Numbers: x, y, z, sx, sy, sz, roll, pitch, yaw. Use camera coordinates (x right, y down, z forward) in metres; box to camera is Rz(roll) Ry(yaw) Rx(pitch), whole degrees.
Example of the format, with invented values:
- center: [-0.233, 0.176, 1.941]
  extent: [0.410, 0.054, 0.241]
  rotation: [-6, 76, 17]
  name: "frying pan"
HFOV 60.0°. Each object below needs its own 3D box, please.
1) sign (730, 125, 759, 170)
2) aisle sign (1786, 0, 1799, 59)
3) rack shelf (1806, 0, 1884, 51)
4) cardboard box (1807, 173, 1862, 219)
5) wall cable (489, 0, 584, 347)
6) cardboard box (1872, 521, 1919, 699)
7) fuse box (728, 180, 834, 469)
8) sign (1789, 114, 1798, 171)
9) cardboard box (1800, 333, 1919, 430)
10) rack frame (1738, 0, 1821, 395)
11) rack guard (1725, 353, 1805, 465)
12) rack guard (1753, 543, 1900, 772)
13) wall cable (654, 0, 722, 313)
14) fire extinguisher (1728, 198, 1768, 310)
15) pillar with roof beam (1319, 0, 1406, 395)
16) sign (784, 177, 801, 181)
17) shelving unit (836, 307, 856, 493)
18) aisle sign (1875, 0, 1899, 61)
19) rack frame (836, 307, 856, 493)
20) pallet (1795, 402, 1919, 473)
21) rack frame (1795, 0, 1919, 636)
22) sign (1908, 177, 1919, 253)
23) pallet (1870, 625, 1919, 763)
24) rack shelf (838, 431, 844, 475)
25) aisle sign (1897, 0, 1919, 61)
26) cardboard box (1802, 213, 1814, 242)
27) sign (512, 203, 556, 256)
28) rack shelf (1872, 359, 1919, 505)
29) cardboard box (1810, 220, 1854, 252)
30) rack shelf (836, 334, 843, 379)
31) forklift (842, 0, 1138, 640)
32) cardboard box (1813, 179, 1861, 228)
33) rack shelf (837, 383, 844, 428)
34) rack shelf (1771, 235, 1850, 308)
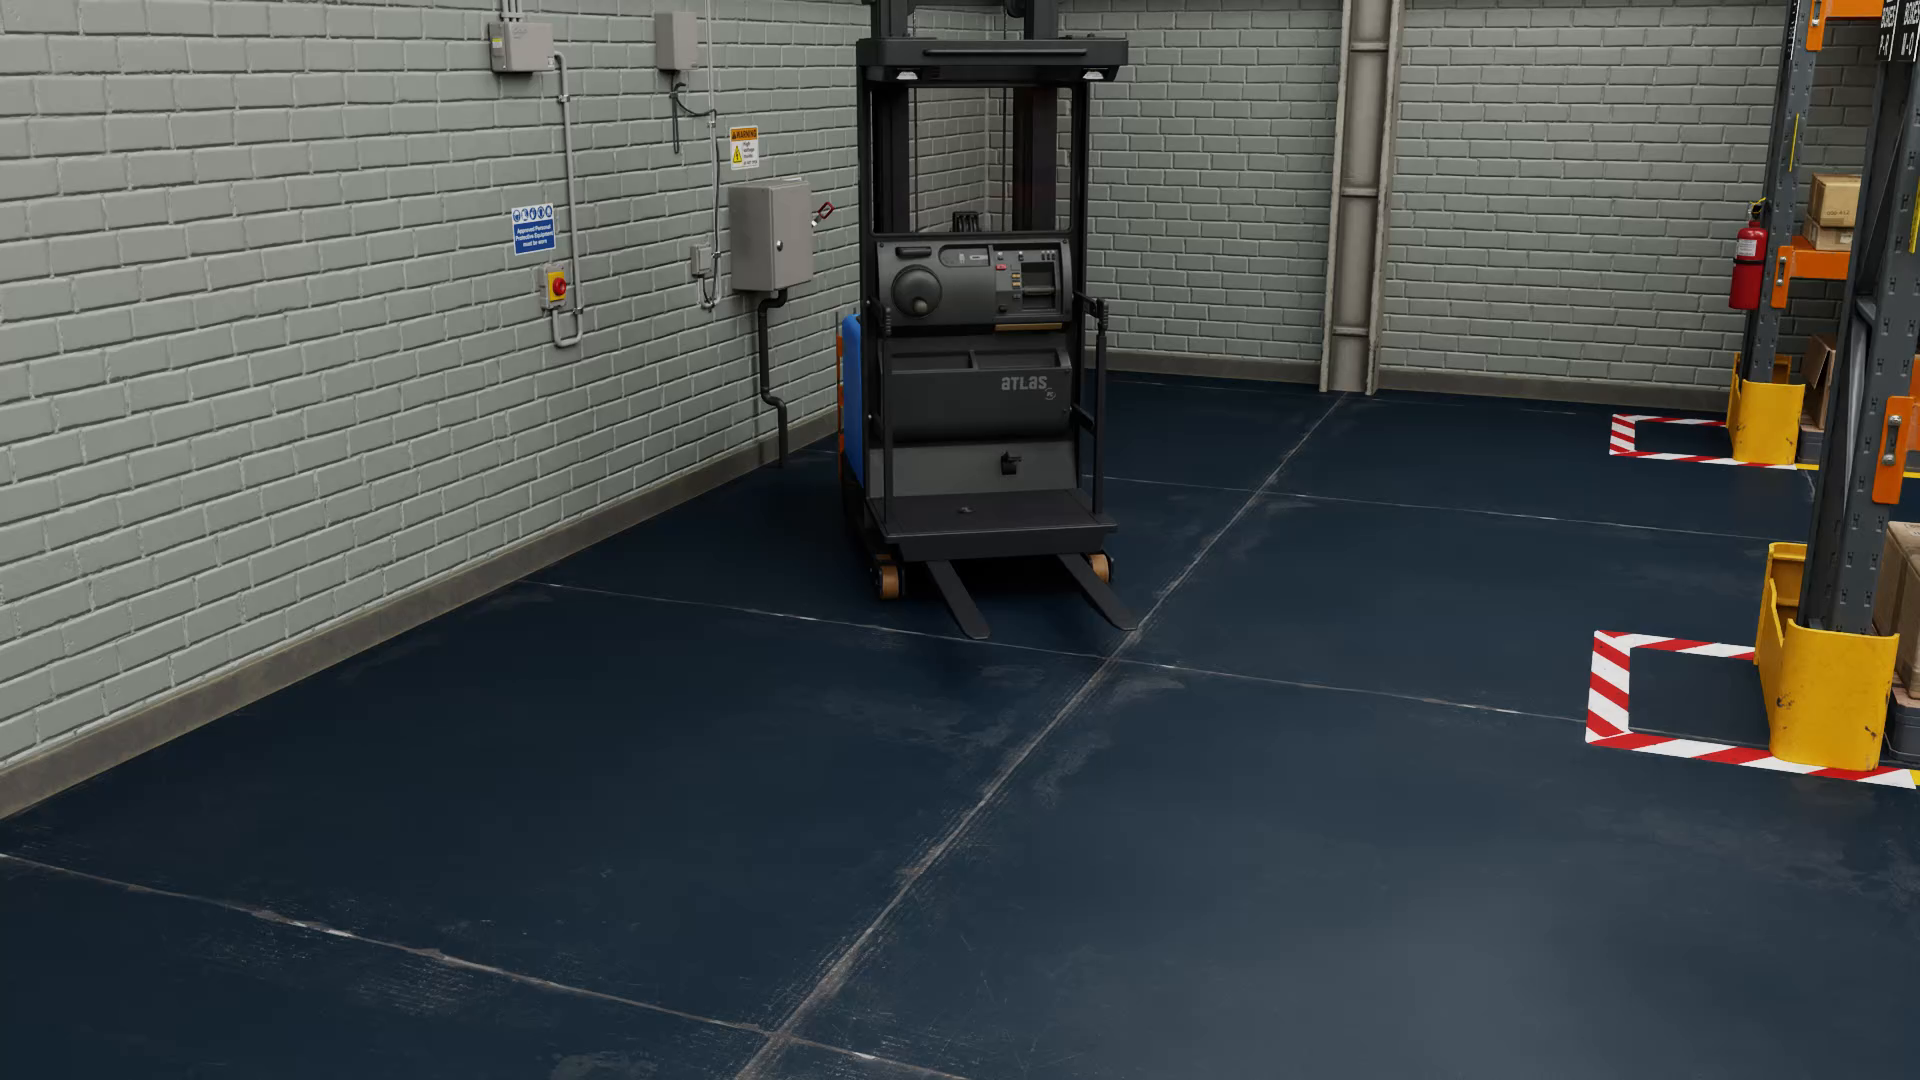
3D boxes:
- center: [-1.255, -2.288, 9.693]
  extent: [0.001, 0.242, 0.339]
  rotation: [6, 17, 21]
  name: "sign"
- center: [4.952, -3.251, 9.828]
  extent: [0.004, 0.787, 0.394]
  rotation: [6, 17, 21]
  name: "aisle sign"
- center: [6.983, -2.962, 9.406]
  extent: [4.000, 0.370, 1.077]
  rotation: [6, 17, 21]
  name: "rack shelf"
- center: [5.648, -2.164, 10.483]
  extent: [0.500, 0.250, 0.500]
  rotation: [7, 18, 22]
  name: "cardboard box"
- center: [-1.949, -1.858, 7.813]
  extent: [0.123, 1.953, 0.585]
  rotation: [6, 17, 21]
  name: "wall cable"
- center: [3.956, 0.287, 6.149]
  extent: [0.875, 0.438, 0.875]
  rotation: [6, 17, 19]
  name: "cardboard box"
- center: [-1.042, -1.266, 9.964]
  extent: [0.414, 1.711, 0.539]
  rotation: [6, 17, 21]
  name: "fuse box"
- center: [4.924, -2.347, 9.824]
  extent: [0.005, 0.325, 0.100]
  rotation: [6, 17, 21]
  name: "sign"
- center: [5.657, -0.987, 10.418]
  extent: [0.637, 0.503, 0.797]
  rotation: [6, 17, 18]
  name: "cardboard box"
- center: [5.123, -2.072, 10.429]
  extent: [0.127, 3.000, 1.000]
  rotation: [6, 17, 21]
  name: "rack frame"
- center: [5.194, -0.863, 10.751]
  extent: [0.348, 0.500, 1.175]
  rotation: [6, 17, 21]
  name: "rack guard"
- center: [3.283, 0.414, 6.350]
  extent: [0.348, 0.500, 1.175]
  rotation: [6, 17, 21]
  name: "rack guard"
- center: [-1.439, -2.211, 9.089]
  extent: [0.122, 1.984, 0.588]
  rotation: [6, 17, 21]
  name: "wall cable"
- center: [4.816, -1.750, 10.131]
  extent: [0.183, 0.674, 0.296]
  rotation: [6, 17, 21]
  name: "fire extinguisher"
- center: [1.366, -4.346, 7.502]
  extent: [0.400, 9.000, 9.100]
  rotation: [6, 17, 21]
  name: "pillar with roof beam"
- center: [-1.054, -1.988, 10.312]
  extent: [0.001, 0.494, 0.329]
  rotation: [6, 17, 21]
  name: "sign"
- center: [-0.539, -0.781, 9.480]
  extent: [0.252, 1.050, 0.215]
  rotation: [9, 19, 29]
  name: "shelving unit"
- center: [3.352, -2.120, 5.933]
  extent: [0.004, 0.787, 0.394]
  rotation: [6, 17, 21]
  name: "aisle sign"
- center: [-0.644, -0.798, 9.538]
  extent: [0.008, 1.050, 0.200]
  rotation: [9, 19, 29]
  name: "rack frame"
- center: [5.936, -0.643, 10.511]
  extent: [1.213, 0.211, 1.003]
  rotation: [6, 17, 21]
  name: "pallet"
- center: [3.305, -0.784, 5.993]
  extent: [0.127, 3.000, 1.000]
  rotation: [6, 17, 21]
  name: "rack frame"
- center: [3.096, -1.094, 5.368]
  extent: [0.005, 0.325, 0.100]
  rotation: [6, 17, 21]
  name: "sign"
- center: [4.078, 0.617, 6.170]
  extent: [1.213, 0.211, 1.003]
  rotation: [6, 17, 21]
  name: "pallet"
- center: [-0.539, -0.504, 9.560]
  extent: [0.240, 0.259, 0.215]
  rotation: [9, 19, 29]
  name: "rack shelf"
- center: [3.132, -1.964, 5.397]
  extent: [0.004, 0.787, 0.394]
  rotation: [6, 17, 21]
  name: "aisle sign"
- center: [5.530, -1.987, 10.587]
  extent: [0.250, 0.149, 0.380]
  rotation: [6, 17, 20]
  name: "cardboard box"
- center: [-2.024, -1.478, 7.900]
  extent: [0.001, 0.218, 0.327]
  rotation: [6, 17, 21]
  name: "sign"
- center: [5.166, -0.234, 5.389]
  extent: [4.000, 0.370, 1.077]
  rotation: [6, 17, 21]
  name: "rack shelf"
- center: [5.328, -1.846, 10.103]
  extent: [0.250, 0.149, 0.380]
  rotation: [6, 17, 20]
  name: "cardboard box"
- center: [-0.539, -1.043, 9.404]
  extent: [0.240, 0.259, 0.215]
  rotation: [9, 19, 29]
  name: "rack shelf"
- center: [0.111, -1.237, 7.677]
  extent: [1.130, 2.935, 3.031]
  rotation: [-3, 16, -10]
  name: "forklift"
- center: [5.446, -2.026, 10.008]
  extent: [0.500, 0.250, 0.500]
  rotation: [6, 17, 21]
  name: "cardboard box"
- center: [-0.539, -0.771, 9.483]
  extent: [0.240, 0.259, 0.215]
  rotation: [9, 19, 29]
  name: "rack shelf"
- center: [6.983, -1.521, 9.825]
  extent: [4.000, 0.370, 1.077]
  rotation: [6, 17, 21]
  name: "rack shelf"
